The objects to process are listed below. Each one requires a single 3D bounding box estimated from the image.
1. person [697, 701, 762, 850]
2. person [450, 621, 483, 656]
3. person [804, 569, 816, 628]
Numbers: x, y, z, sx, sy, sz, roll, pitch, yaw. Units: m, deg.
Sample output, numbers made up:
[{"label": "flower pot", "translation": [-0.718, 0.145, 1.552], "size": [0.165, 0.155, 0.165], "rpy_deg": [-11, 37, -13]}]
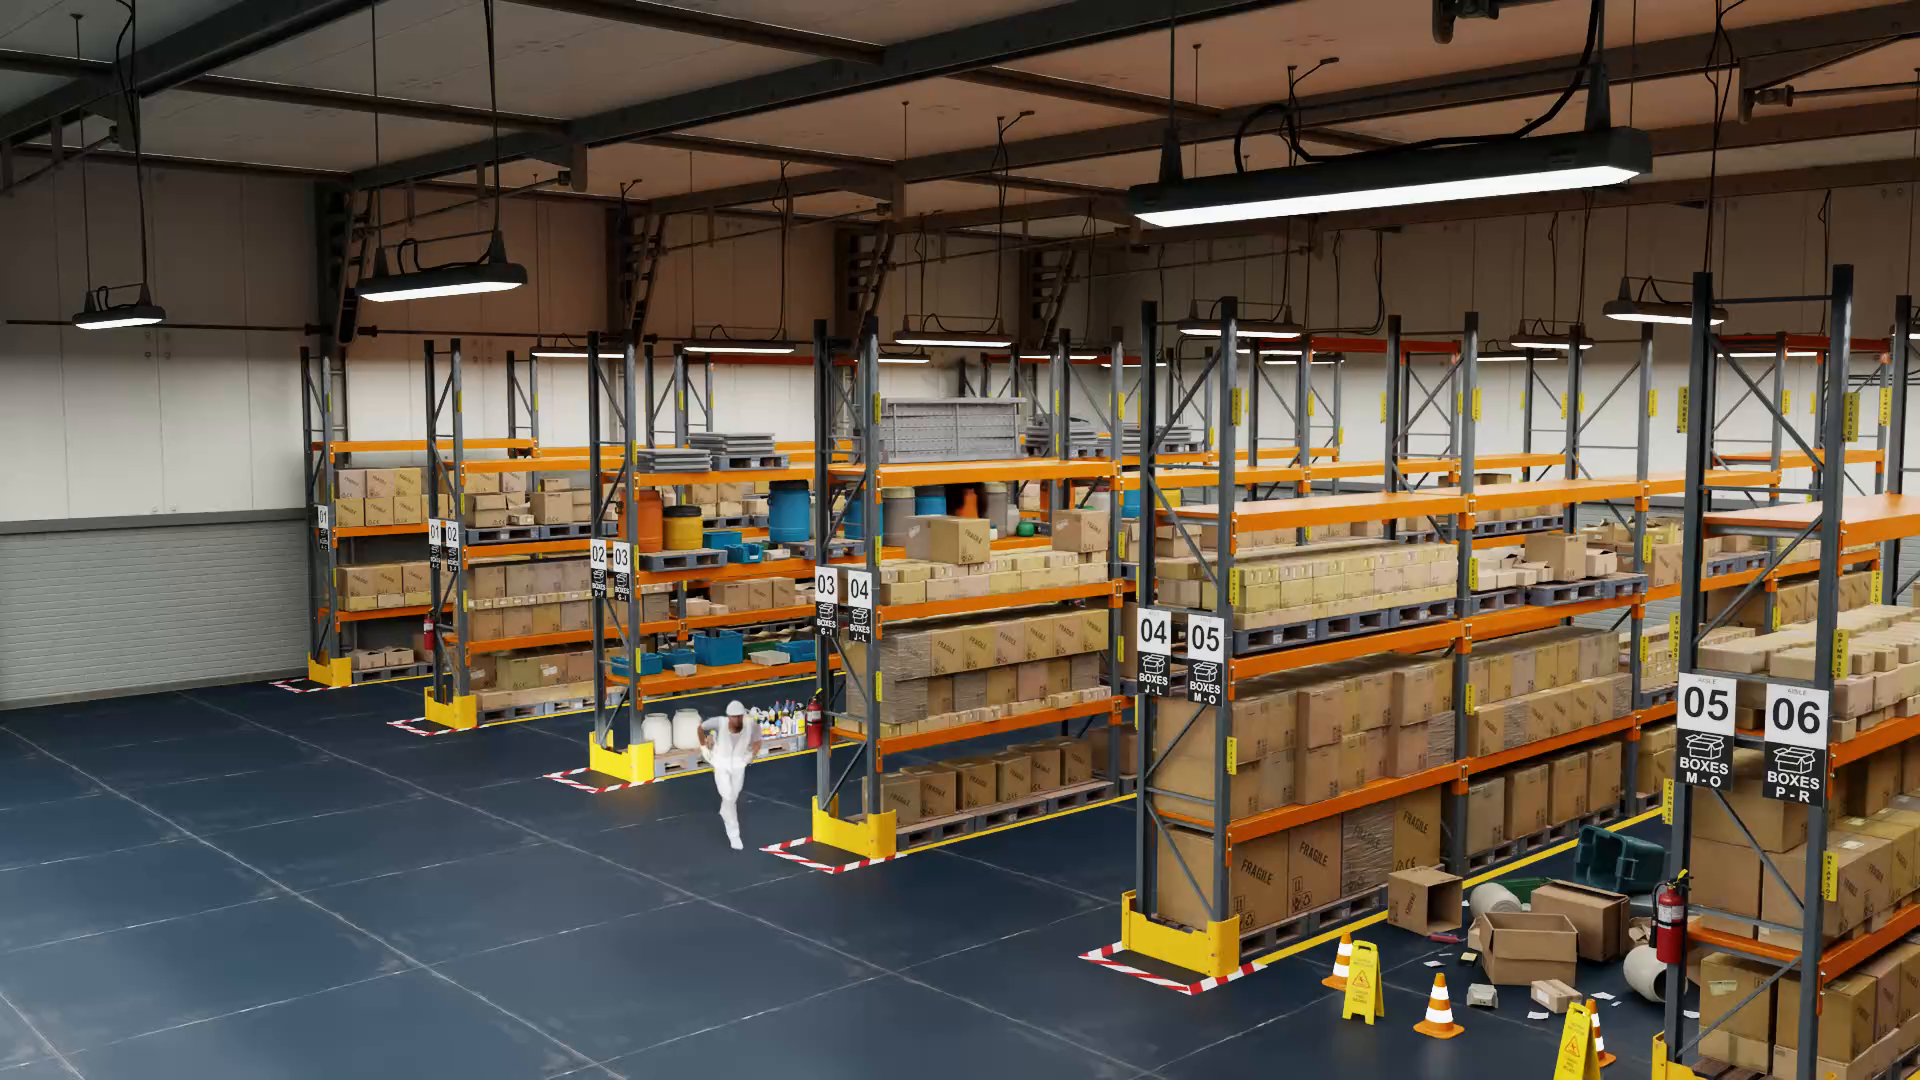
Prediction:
[{"label": "person", "translation": [-2.671, 2.654, 19.240], "size": [0.730, 1.732, 1.055], "rpy_deg": [-2, 5, -17]}, {"label": "person", "translation": [-8.319, 1.835, 27.940], "size": [0.661, 1.734, 0.642], "rpy_deg": [3, 6, 27]}, {"label": "person", "translation": [-2.987, 1.335, 34.216], "size": [0.561, 1.603, 0.573], "rpy_deg": [5, 7, 43]}]
